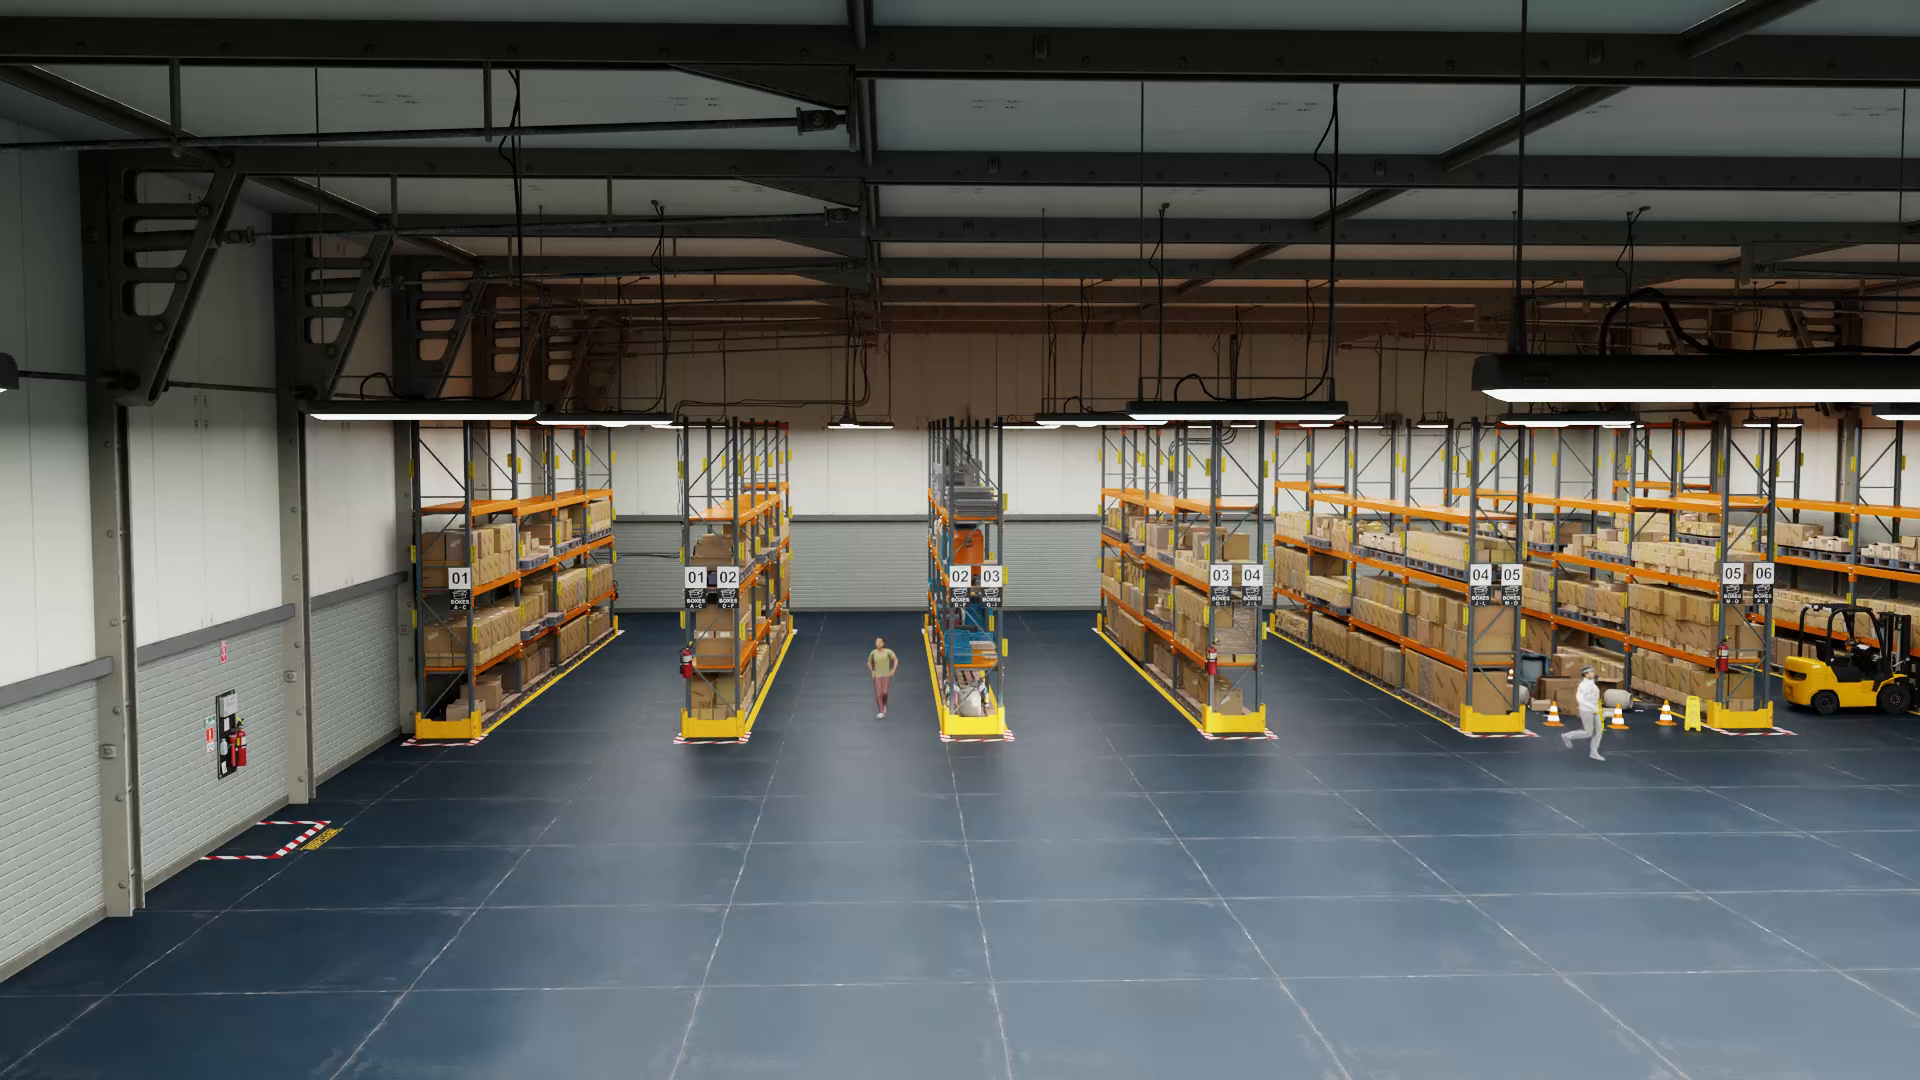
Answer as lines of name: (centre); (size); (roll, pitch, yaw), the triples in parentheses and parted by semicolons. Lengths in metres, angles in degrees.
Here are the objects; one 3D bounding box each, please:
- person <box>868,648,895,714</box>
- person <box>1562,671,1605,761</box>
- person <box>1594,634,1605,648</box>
person: (-1.584, 2.835, 33.201); (0.545, 1.329, 0.532); (0, 4, 7)
person: (10.974, 3.022, 29.166); (0.751, 1.637, 0.617); (3, 5, 43)
person: (16.399, 2.078, 42.523); (0.628, 1.745, 0.753); (0, 4, -1)
